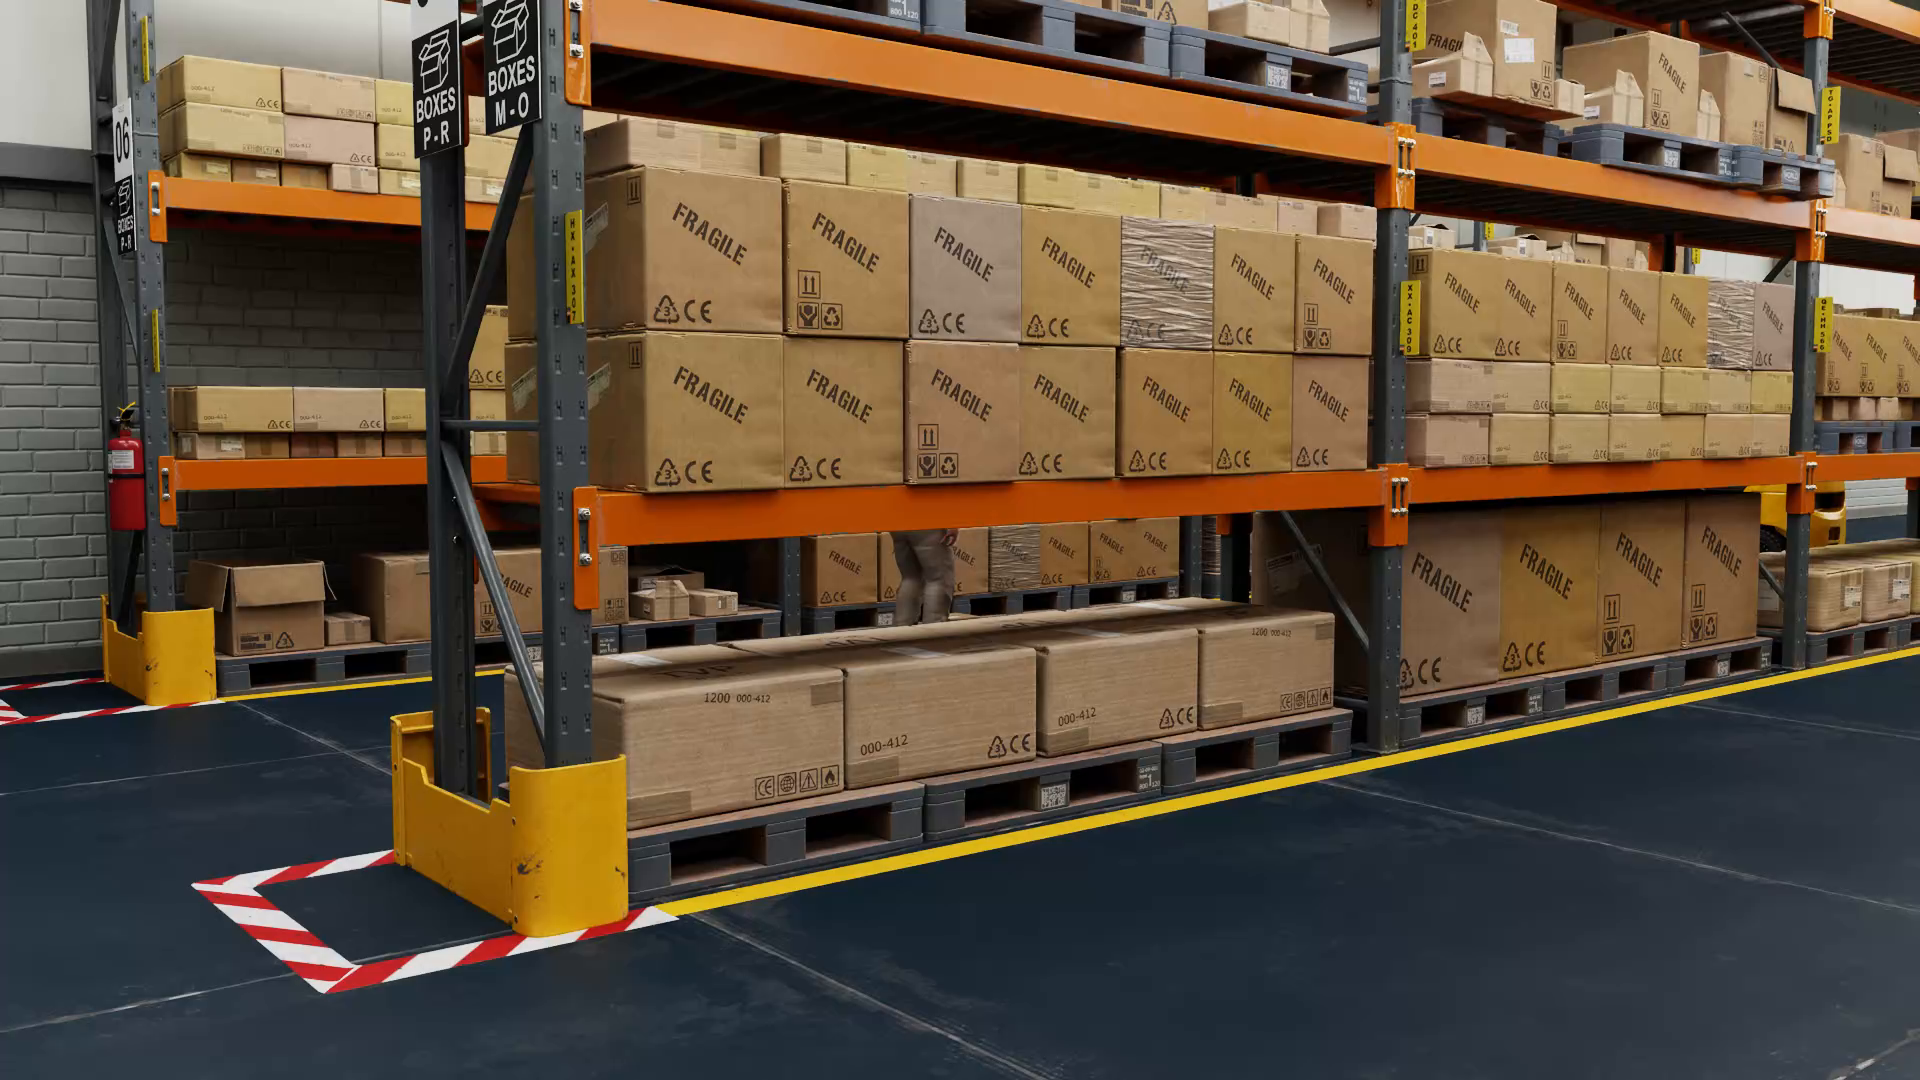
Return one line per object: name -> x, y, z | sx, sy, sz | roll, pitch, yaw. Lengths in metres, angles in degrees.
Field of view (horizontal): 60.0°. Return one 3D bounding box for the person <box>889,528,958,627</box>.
person -> -0.230, -0.109, 10.547 | 0.396, 1.726, 0.586 | -3, 5, -38
